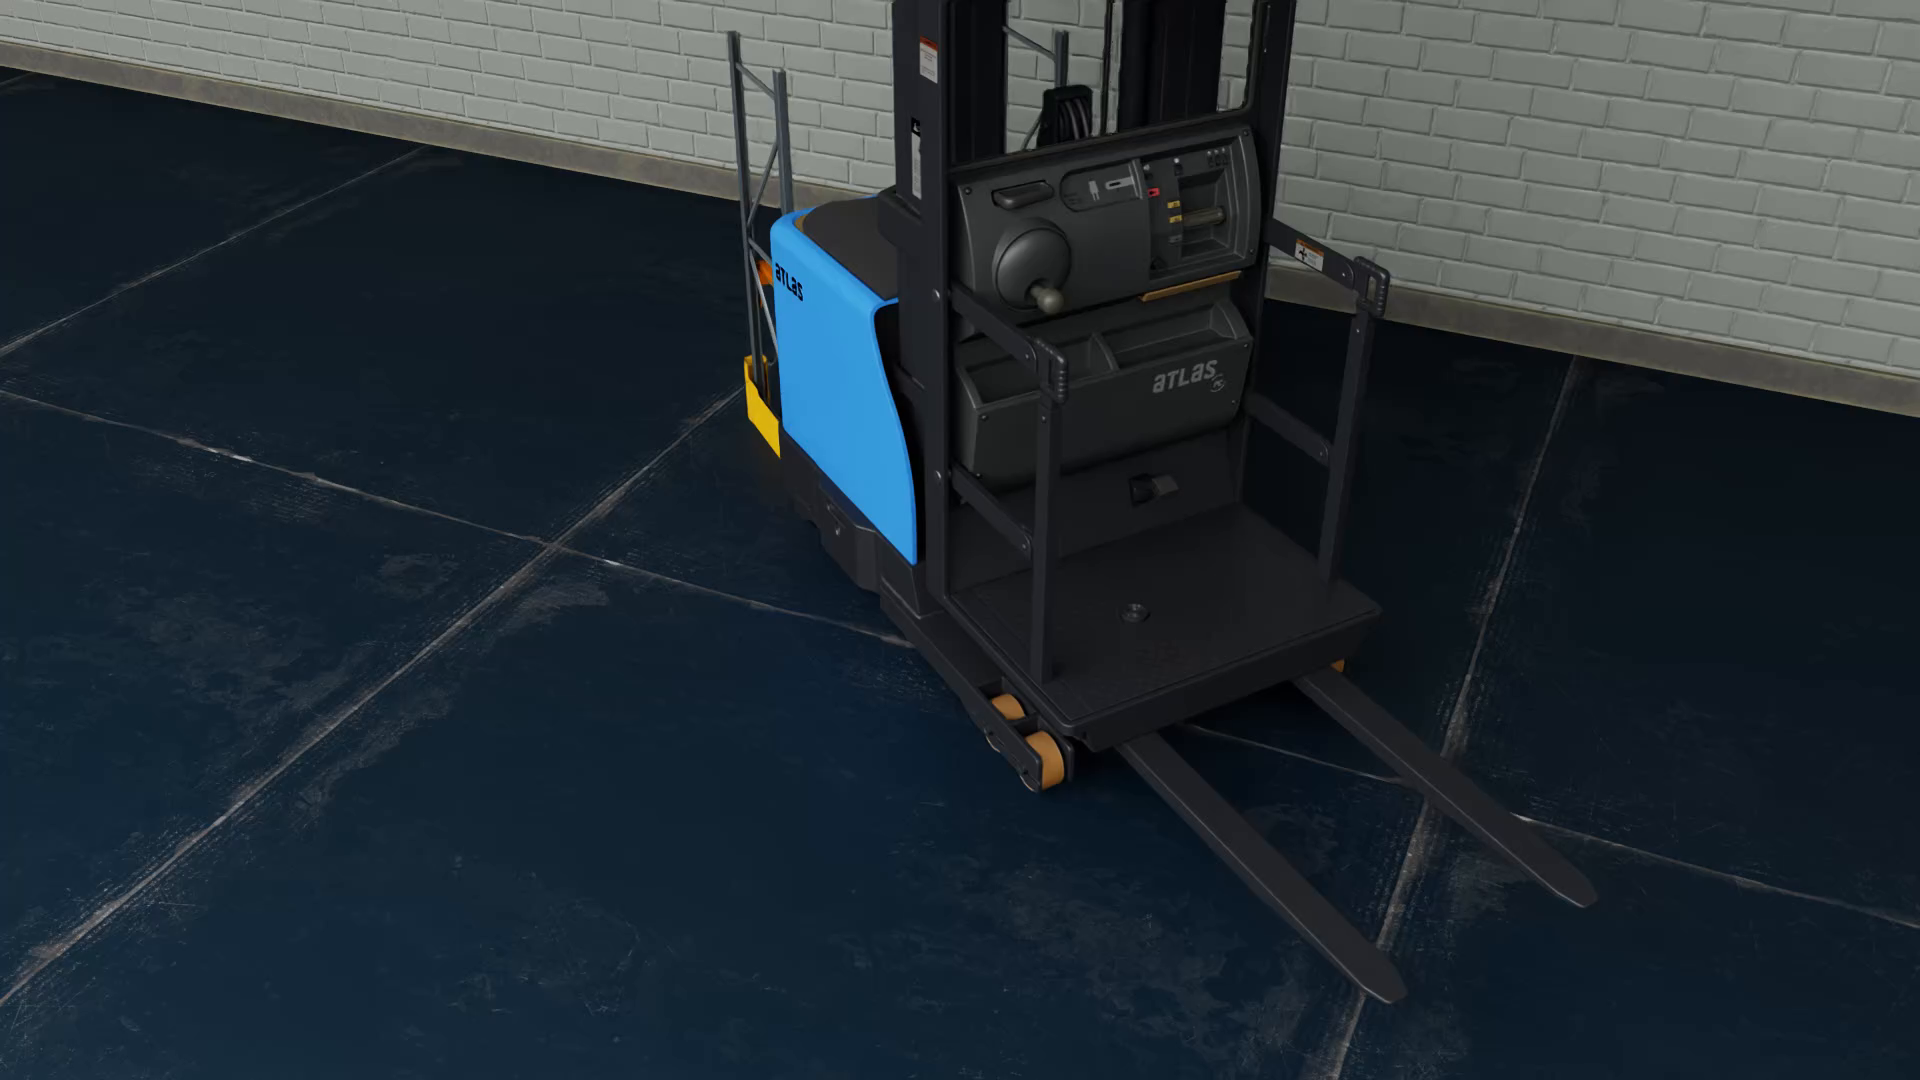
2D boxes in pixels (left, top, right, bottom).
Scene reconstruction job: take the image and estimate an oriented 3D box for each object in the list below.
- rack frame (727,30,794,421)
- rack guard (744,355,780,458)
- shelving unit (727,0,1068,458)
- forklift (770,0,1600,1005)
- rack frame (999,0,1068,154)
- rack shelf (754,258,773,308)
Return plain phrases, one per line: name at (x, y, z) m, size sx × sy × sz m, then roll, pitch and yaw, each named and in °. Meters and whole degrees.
rack frame at (-0.672, -0.981, 5.878) m, size 0.032 × 1.500 × 0.500 m, roll -14°, pitch 36°, yaw -21°
rack guard at (-0.671, -0.458, 6.221) m, size 0.087 × 0.250 × 0.587 m, roll -14°, pitch 36°, yaw -21°
shelving unit at (-0.221, -1.097, 6.056) m, size 1.083 × 1.500 × 0.587 m, roll -14°, pitch 36°, yaw -21°
forklift at (0.522, -0.807, 4.308) m, size 1.130 × 2.935 × 3.031 m, roll -17°, pitch 37°, yaw -24°
rack frame at (0.247, -1.218, 6.240) m, size 0.032 × 1.500 × 0.500 m, roll -14°, pitch 36°, yaw -21°
rack shelf at (-0.212, -0.949, 6.157) m, size 1.000 × 0.185 × 0.538 m, roll -14°, pitch 36°, yaw -21°
